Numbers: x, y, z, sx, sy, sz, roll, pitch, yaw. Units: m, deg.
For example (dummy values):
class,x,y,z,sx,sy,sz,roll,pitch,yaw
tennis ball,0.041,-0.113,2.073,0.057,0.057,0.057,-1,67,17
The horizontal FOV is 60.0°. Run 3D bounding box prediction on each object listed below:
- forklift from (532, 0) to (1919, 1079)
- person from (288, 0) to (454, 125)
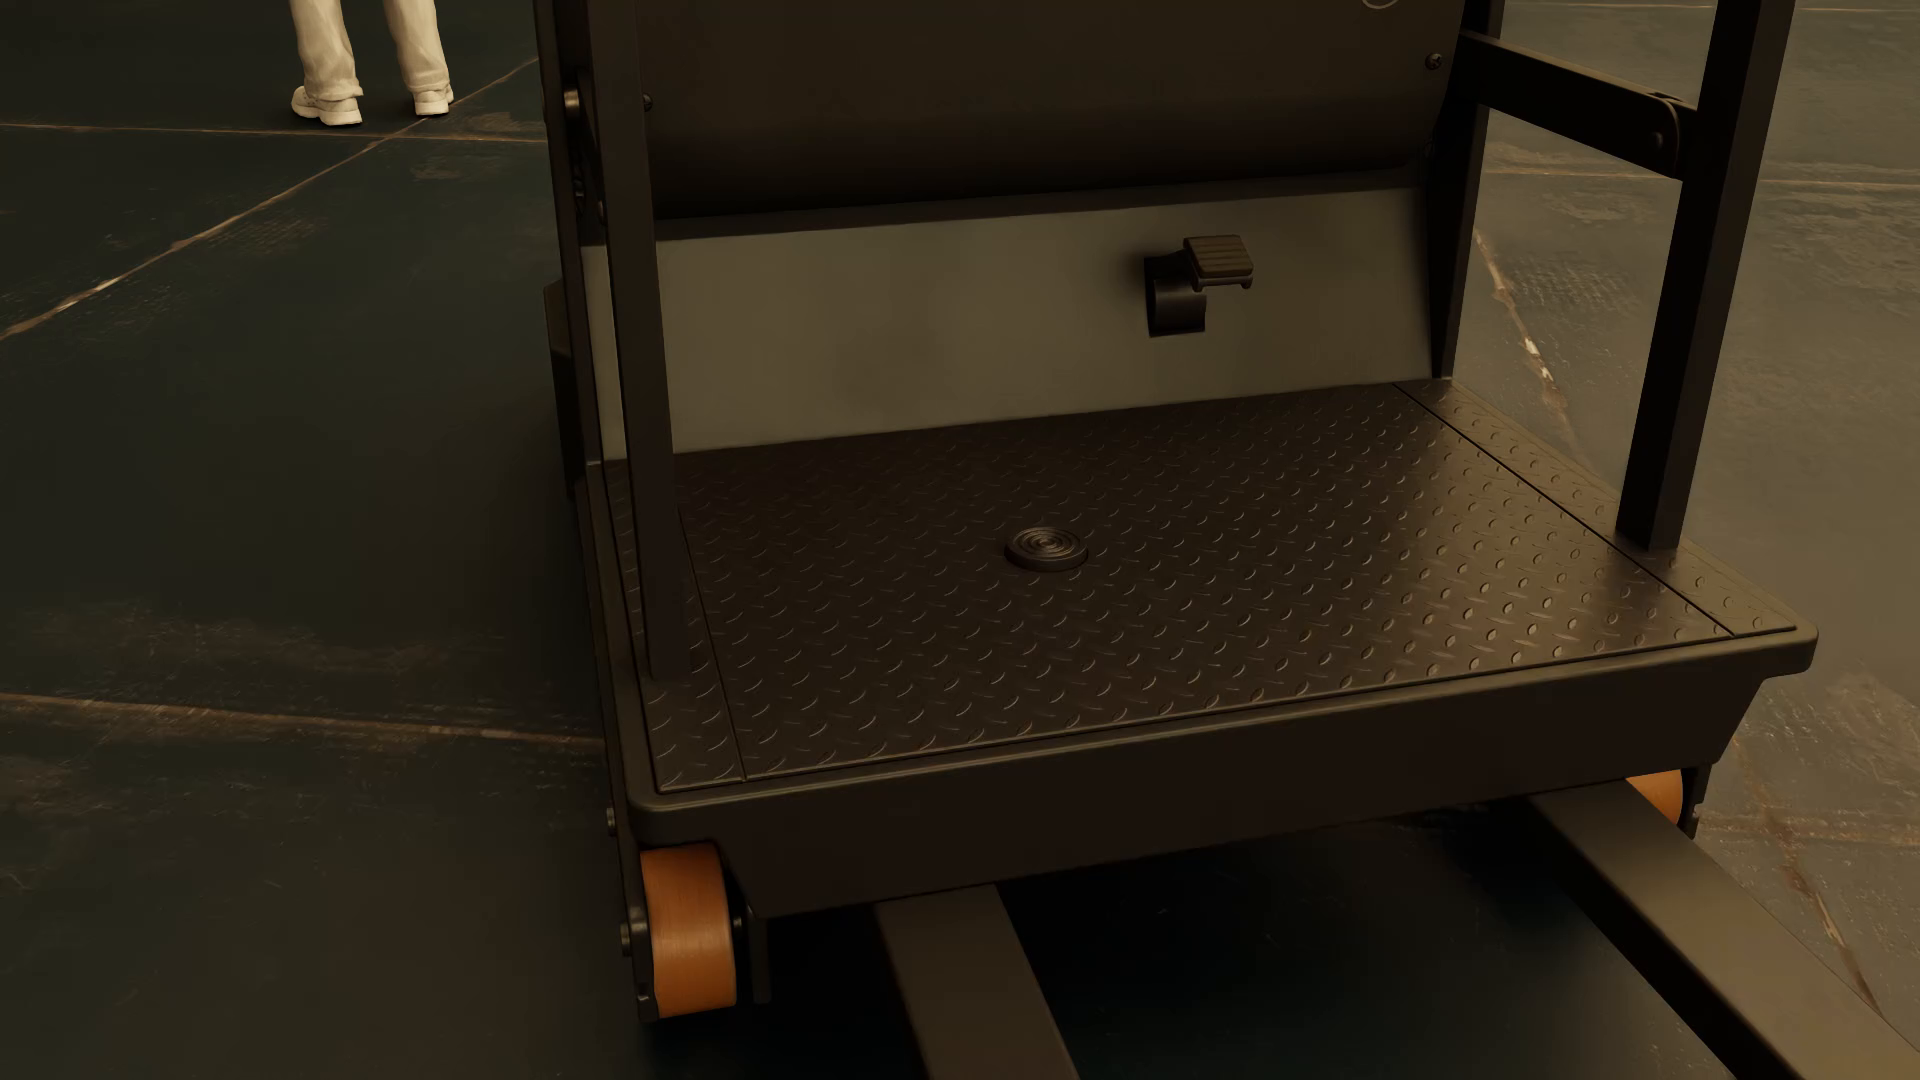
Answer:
class,x,y,z,sx,sy,sz,roll,pitch,yaw
forklift,0.153,-1.049,1.319,1.130,2.935,3.031,-7,27,-13
person,-1.825,-2.105,4.732,0.644,1.775,0.425,-16,31,-29
